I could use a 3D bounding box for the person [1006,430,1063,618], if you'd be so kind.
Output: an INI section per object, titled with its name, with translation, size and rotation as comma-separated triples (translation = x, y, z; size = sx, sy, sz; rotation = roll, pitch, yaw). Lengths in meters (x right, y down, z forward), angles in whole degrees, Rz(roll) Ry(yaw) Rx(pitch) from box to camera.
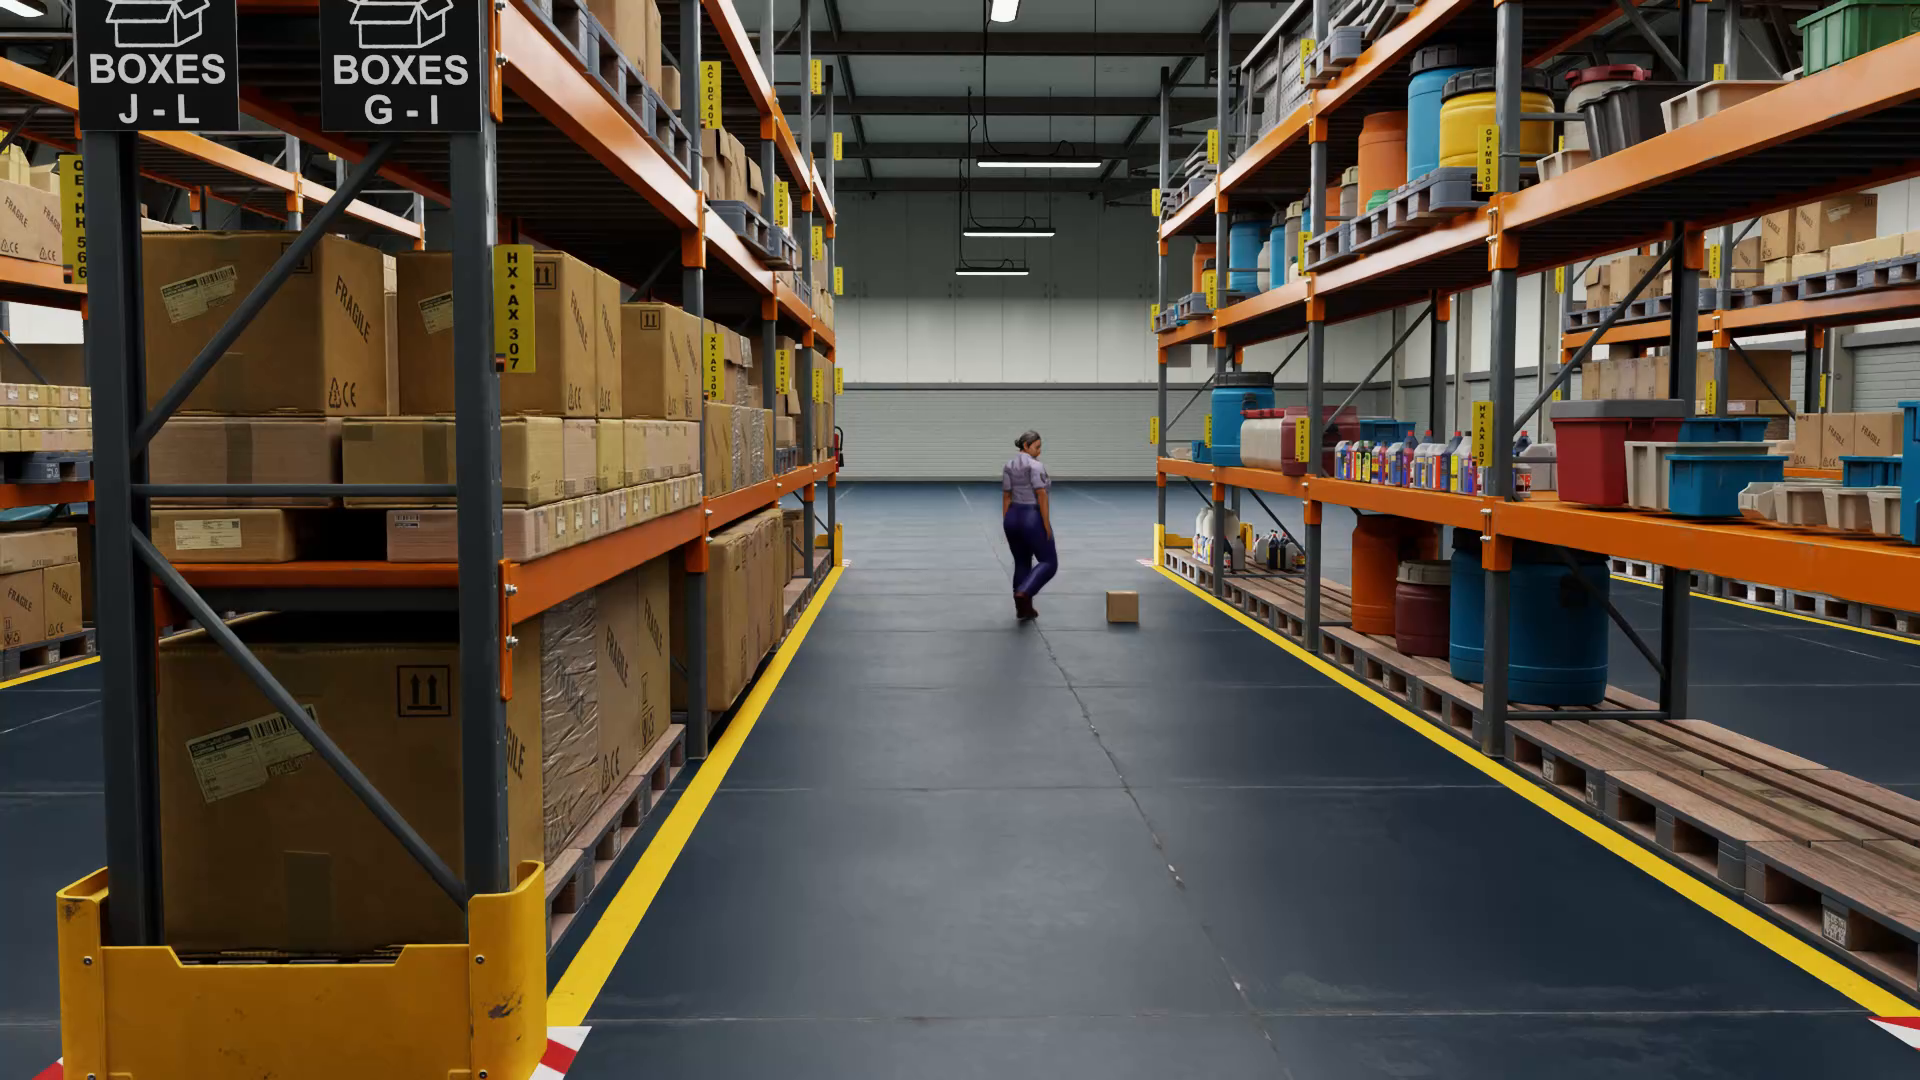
[person]
translation = 0.583, -0.124, 14.274
size = 0.515, 1.640, 0.616
rotation = 4, 5, 45
